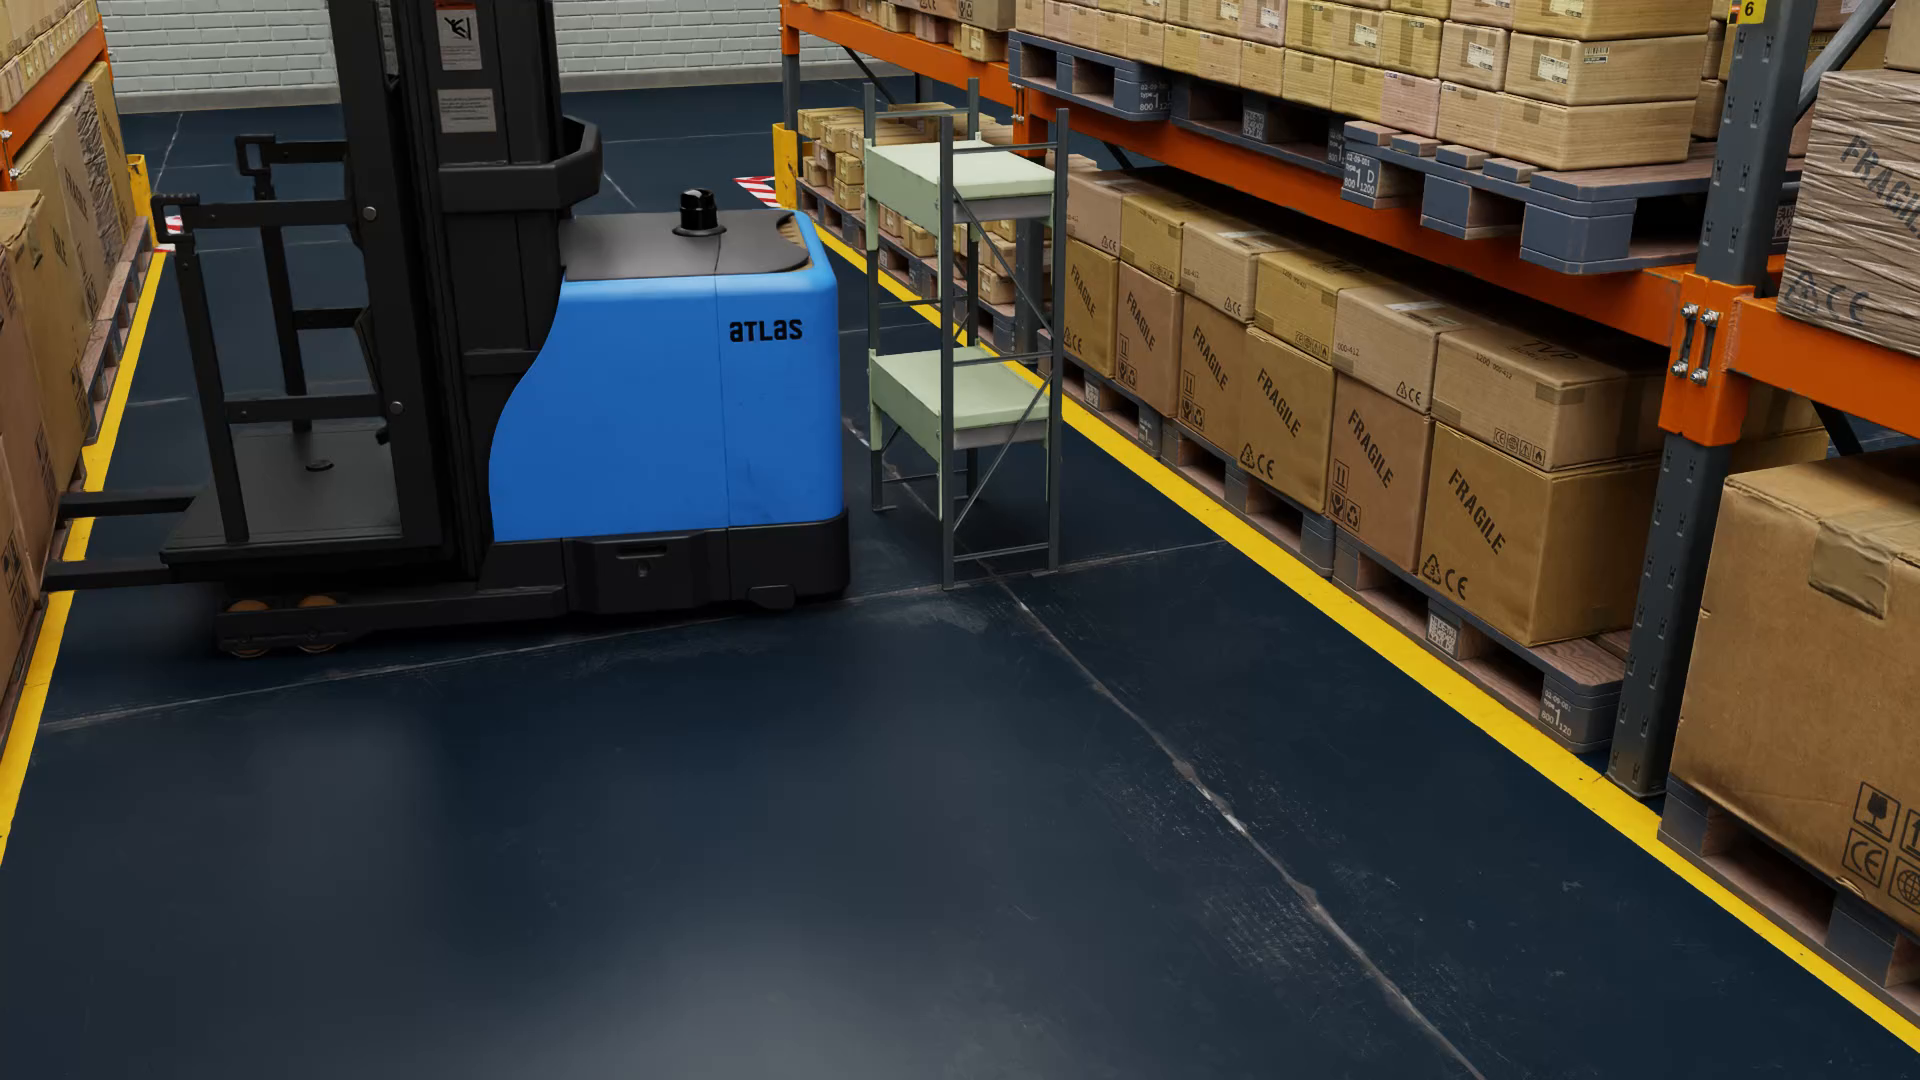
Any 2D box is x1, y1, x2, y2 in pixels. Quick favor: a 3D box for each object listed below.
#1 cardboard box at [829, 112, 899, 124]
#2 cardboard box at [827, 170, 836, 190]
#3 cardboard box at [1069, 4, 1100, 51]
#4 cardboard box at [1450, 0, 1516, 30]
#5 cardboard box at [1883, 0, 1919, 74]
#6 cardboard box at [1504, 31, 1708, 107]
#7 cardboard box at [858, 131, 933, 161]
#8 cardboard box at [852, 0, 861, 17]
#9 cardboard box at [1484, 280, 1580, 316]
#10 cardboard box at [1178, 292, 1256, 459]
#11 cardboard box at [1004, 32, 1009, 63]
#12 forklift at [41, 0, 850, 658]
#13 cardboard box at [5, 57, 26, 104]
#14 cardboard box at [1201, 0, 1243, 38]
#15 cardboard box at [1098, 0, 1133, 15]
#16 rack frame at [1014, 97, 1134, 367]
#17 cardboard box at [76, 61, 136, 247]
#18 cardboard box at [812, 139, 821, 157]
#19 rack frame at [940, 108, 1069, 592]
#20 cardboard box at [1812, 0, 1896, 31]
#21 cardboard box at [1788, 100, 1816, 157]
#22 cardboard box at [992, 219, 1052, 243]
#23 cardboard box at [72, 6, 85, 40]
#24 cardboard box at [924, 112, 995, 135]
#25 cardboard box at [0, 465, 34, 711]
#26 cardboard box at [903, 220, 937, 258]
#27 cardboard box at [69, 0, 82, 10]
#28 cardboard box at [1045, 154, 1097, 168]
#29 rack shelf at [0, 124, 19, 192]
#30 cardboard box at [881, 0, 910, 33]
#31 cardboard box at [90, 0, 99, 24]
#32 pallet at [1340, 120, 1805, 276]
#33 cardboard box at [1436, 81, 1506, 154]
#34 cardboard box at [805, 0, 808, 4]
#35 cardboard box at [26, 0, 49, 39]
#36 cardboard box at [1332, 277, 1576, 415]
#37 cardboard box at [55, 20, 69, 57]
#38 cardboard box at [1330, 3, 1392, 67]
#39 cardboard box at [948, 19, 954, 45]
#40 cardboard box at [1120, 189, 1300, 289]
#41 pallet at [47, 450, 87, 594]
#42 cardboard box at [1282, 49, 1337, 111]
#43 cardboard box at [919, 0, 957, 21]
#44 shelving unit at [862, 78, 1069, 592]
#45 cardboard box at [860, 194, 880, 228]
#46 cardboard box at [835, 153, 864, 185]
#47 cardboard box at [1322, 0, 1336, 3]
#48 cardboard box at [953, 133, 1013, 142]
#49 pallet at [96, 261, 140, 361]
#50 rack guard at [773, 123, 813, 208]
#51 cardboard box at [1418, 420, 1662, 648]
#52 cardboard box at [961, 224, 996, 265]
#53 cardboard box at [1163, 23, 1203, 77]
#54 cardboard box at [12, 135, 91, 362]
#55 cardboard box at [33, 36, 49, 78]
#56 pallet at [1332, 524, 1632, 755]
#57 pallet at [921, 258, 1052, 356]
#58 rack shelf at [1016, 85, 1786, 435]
[{"bbox_3d":[-0.596,-2.554,10.311,0.380,0.149,0.250,-8,24,-18],"label":"cardboard box"},{"bbox_3d":[-0.618,-2.282,10.432,0.380,0.149,0.250,-8,24,-19],"label":"cardboard box"},{"bbox_3d":[0.637,-1.947,6.291,0.380,0.149,0.250,-8,24,-19],"label":"cardboard box"},{"bbox_3d":[1.464,-1.372,4.161,0.380,0.149,0.250,-9,24,-20],"label":"cardboard box"},{"bbox_3d":[2.302,-1.156,3.214,0.700,0.500,0.500,-8,24,-19],"label":"cardboard box"},{"bbox_3d":[1.553,-1.145,4.005,0.380,0.149,0.250,-8,24,-18],"label":"cardboard box"},{"bbox_3d":[-0.372,-2.264,9.623,0.380,0.149,0.250,-7,24,-17],"label":"cardboard box"},{"bbox_3d":[-0.399,-3.073,9.502,0.380,0.149,0.250,-9,24,-20],"label":"cardboard box"},{"bbox_3d":[1.957,-0.669,5.187,0.500,0.250,0.500,-9,24,-20],"label":"cardboard box"},{"bbox_3d":[1.139,-0.623,6.044,0.500,0.500,0.500,-8,24,-18],"label":"cardboard box"},{"bbox_3d":[0.420,-2.223,7.486,0.380,0.149,0.250,-9,24,-20],"label":"cardboard box"},{"bbox_3d":[-1.913,-1.223,4.879,3.031,2.935,1.130,-4,23,-9],"label":"forklift"},{"bbox_3d":[-3.822,-1.756,6.378,0.380,0.149,0.250,-9,25,-21],"label":"cardboard box"},{"bbox_3d":[1.003,-1.708,5.339,0.380,0.149,0.250,-9,24,-20],"label":"cardboard box"},{"bbox_3d":[0.726,-1.994,6.018,0.380,0.149,0.250,-9,25,-21],"label":"cardboard box"},{"bbox_3d":[0.740,-2.267,7.267,1.000,3.000,0.127,-8,24,-19],"label":"rack frame"},{"bbox_3d":[-5.048,-2.069,8.993,0.875,0.875,0.875,-8,24,-19],"label":"cardboard box"},{"bbox_3d":[-0.728,-2.512,10.594,0.380,0.149,0.250,-7,24,-17],"label":"cardboard box"},{"bbox_3d":[0.132,-0.556,5.137,0.400,1.500,0.023,-8,24,-19],"label":"rack frame"},{"bbox_3d":[2.170,-1.362,4.135,0.380,0.149,0.250,-8,24,-19],"label":"cardboard box"},{"bbox_3d":[2.184,-1.082,4.237,0.380,0.149,0.250,-9,24,-20],"label":"cardboard box"},{"bbox_3d":[0.371,-1.515,7.845,0.380,0.149,0.250,-8,24,-17],"label":"cardboard box"},{"bbox_3d":[-4.646,-2.600,8.380,0.380,0.149,0.250,-8,24,-18],"label":"cardboard box"},{"bbox_3d":[-0.004,-2.541,10.280,0.380,0.149,0.250,-9,24,-20],"label":"cardboard box"},{"bbox_3d":[-3.055,0.037,3.995,1.225,0.875,0.875,-8,24,-19],"label":"cardboard box"},{"bbox_3d":[-0.083,-1.619,8.858,0.380,0.149,0.250,-8,24,-19],"label":"cardboard box"},{"bbox_3d":[-4.751,-2.821,8.390,0.500,0.250,0.500,-9,24,-20],"label":"cardboard box"},{"bbox_3d":[0.508,-1.963,8.910,0.380,0.149,0.250,-8,24,-18],"label":"cardboard box"},{"bbox_3d":[-3.229,-0.565,4.155,1.077,0.370,4.000,-8,24,-19],"label":"rack shelf"},{"bbox_3d":[-0.199,-2.781,8.810,0.380,0.149,0.250,-8,24,-18],"label":"cardboard box"},{"bbox_3d":[-4.915,-2.877,9.036,0.380,0.149,0.250,-8,24,-18],"label":"cardboard box"},{"bbox_3d":[1.802,-0.970,4.435,1.213,0.211,1.003,-8,24,-19],"label":"pallet"},{"bbox_3d":[1.463,-1.098,4.276,0.380,0.149,0.250,-8,24,-19],"label":"cardboard box"},{"bbox_3d":[-0.737,-3.355,10.172,0.380,0.149,0.250,-7,24,-17],"label":"cardboard box"},{"bbox_3d":[-4.216,-2.267,7.076,0.500,0.250,0.500,-8,24,-18],"label":"cardboard box"},{"bbox_3d":[1.478,-0.595,5.013,0.500,0.250,0.500,-8,24,-18],"label":"cardboard box"},{"bbox_3d":[-4.375,-2.321,7.719,0.380,0.149,0.250,-8,24,-18],"label":"cardboard box"},{"bbox_3d":[1.273,-1.428,4.677,0.380,0.149,0.250,-8,24,-19],"label":"cardboard box"},{"bbox_3d":[0.162,-2.510,8.166,0.380,0.149,0.250,-9,24,-20],"label":"cardboard box"},{"bbox_3d":[0.944,-1.156,6.344,0.500,0.250,0.500,-8,24,-18],"label":"cardboard box"},{"bbox_3d":[-3.593,-0.068,5.640,1.003,0.211,1.213,-8,24,-19],"label":"pallet"},{"bbox_3d":[1.190,-1.380,4.945,0.380,0.149,0.250,-9,25,-21],"label":"cardboard box"},{"bbox_3d":[0.123,-2.776,7.963,0.500,0.500,0.500,-9,24,-20],"label":"cardboard box"},{"bbox_3d":[0.002,-0.689,5.453,0.431,1.500,0.755,-8,24,-19],"label":"shelving unit"},{"bbox_3d":[-0.351,-1.903,9.532,0.380,0.149,0.250,-10,25,-22],"label":"cardboard box"},{"bbox_3d":[-0.526,-2.220,9.901,0.380,0.149,0.250,-8,24,-17],"label":"cardboard box"},{"bbox_3d":[1.194,-1.652,4.825,0.380,0.149,0.250,-8,24,-19],"label":"cardboard box"},{"bbox_3d":[0.165,-2.237,9.560,0.380,0.149,0.250,-9,25,-21],"label":"cardboard box"},{"bbox_3d":[-4.566,-1.069,8.015,1.003,0.211,1.213,-8,24,-19],"label":"pallet"},{"bbox_3d":[-0.646,-2.541,11.135,1.175,0.500,0.348,-8,24,-19],"label":"rack guard"},{"bbox_3d":[1.676,-0.059,4.705,0.500,0.500,0.500,-8,24,-19],"label":"cardboard box"},{"bbox_3d":[0.224,-1.451,8.078,0.380,0.149,0.250,-10,25,-22],"label":"cardboard box"},{"bbox_3d":[0.915,-1.665,5.621,0.380,0.149,0.250,-9,24,-20],"label":"cardboard box"},{"bbox_3d":[-4.094,-1.088,6.665,0.875,0.875,0.875,-8,24,-19],"label":"cardboard box"},{"bbox_3d":[-4.101,-2.040,7.051,0.380,0.149,0.250,-9,24,-20],"label":"cardboard box"},{"bbox_3d":[1.878,0.187,5.034,1.003,0.211,1.213,-8,24,-19],"label":"pallet"},{"bbox_3d":[0.470,-1.221,8.376,1.003,0.211,1.213,-8,24,-19],"label":"pallet"},{"bbox_3d":[1.447,-1.209,5.682,1.077,0.370,4.000,-8,24,-19],"label":"rack shelf"}]
